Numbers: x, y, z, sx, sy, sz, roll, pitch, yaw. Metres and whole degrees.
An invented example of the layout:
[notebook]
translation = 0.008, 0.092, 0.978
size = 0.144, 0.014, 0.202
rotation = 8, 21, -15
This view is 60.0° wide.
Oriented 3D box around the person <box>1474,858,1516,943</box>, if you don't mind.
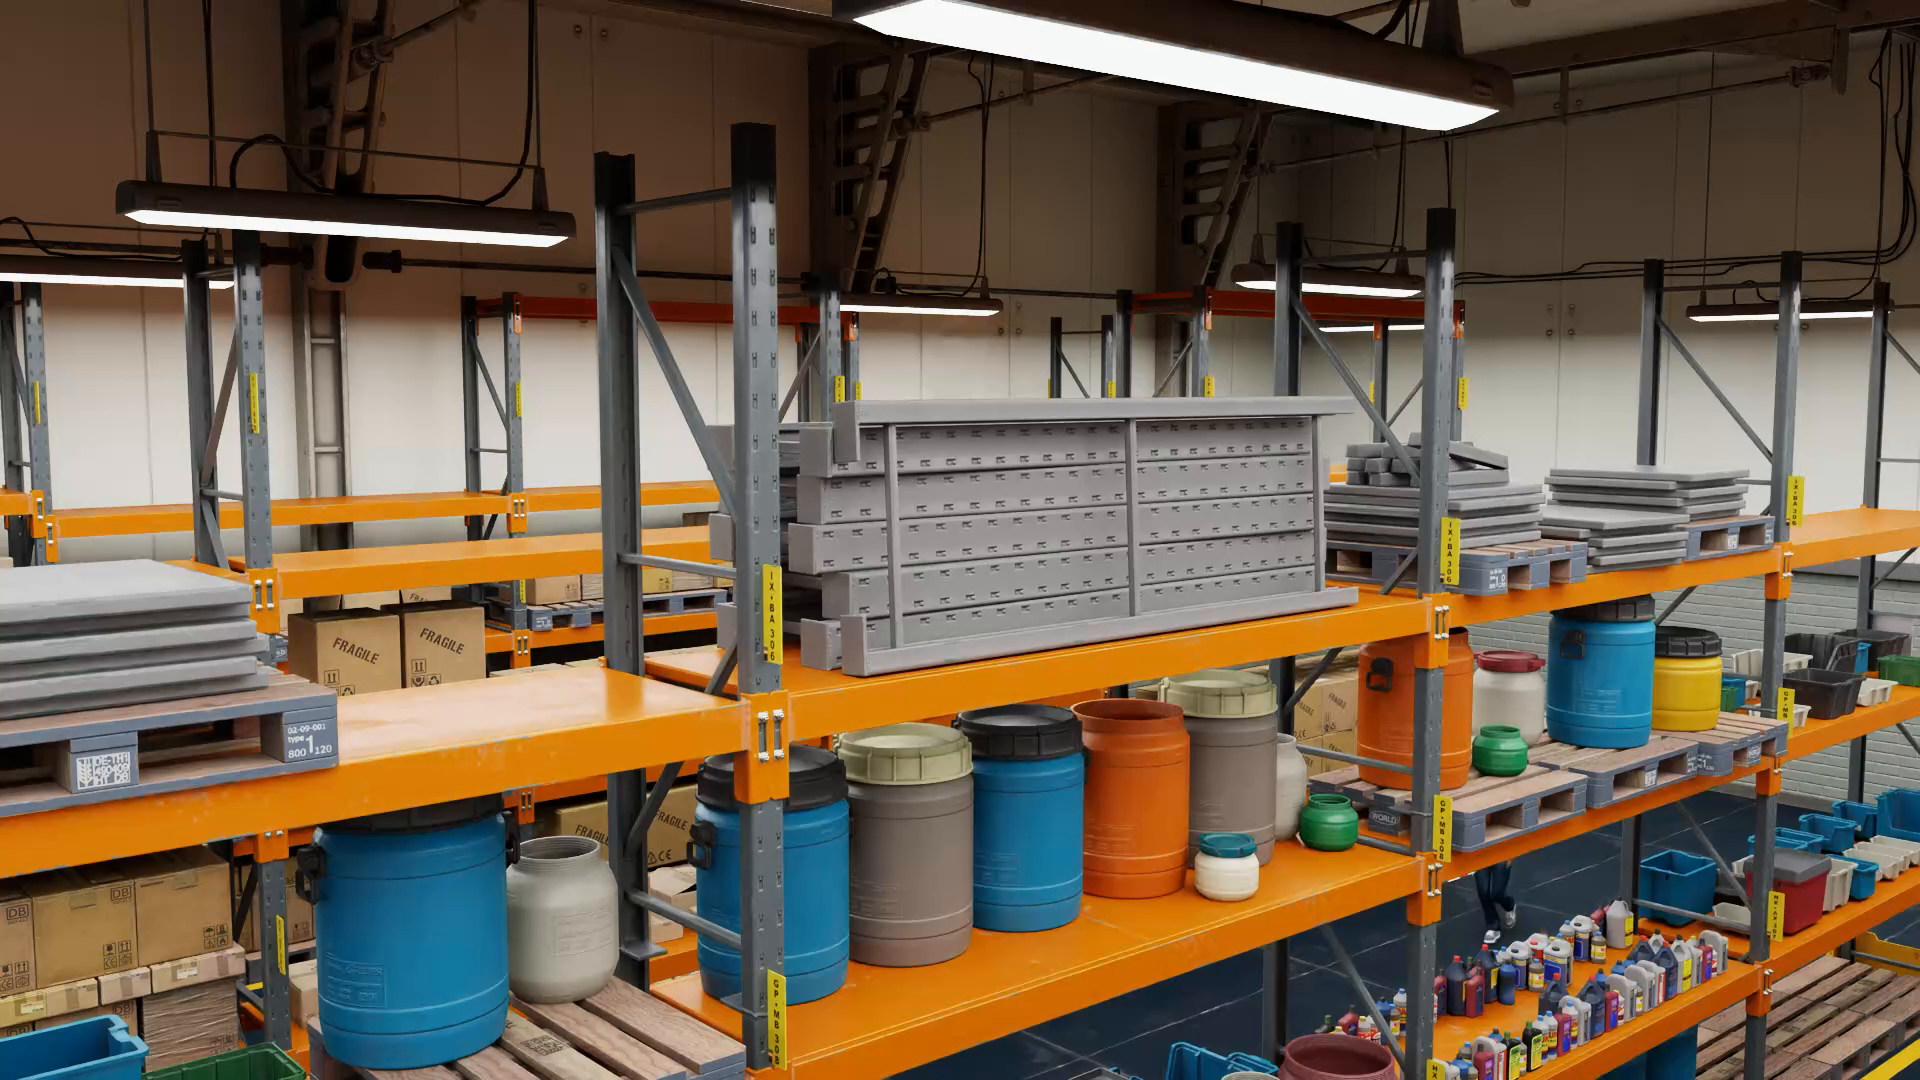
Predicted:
[person]
translation = 4.940, 2.947, 15.439
size = 0.553, 1.545, 0.542
rotation = 4, 7, 37
